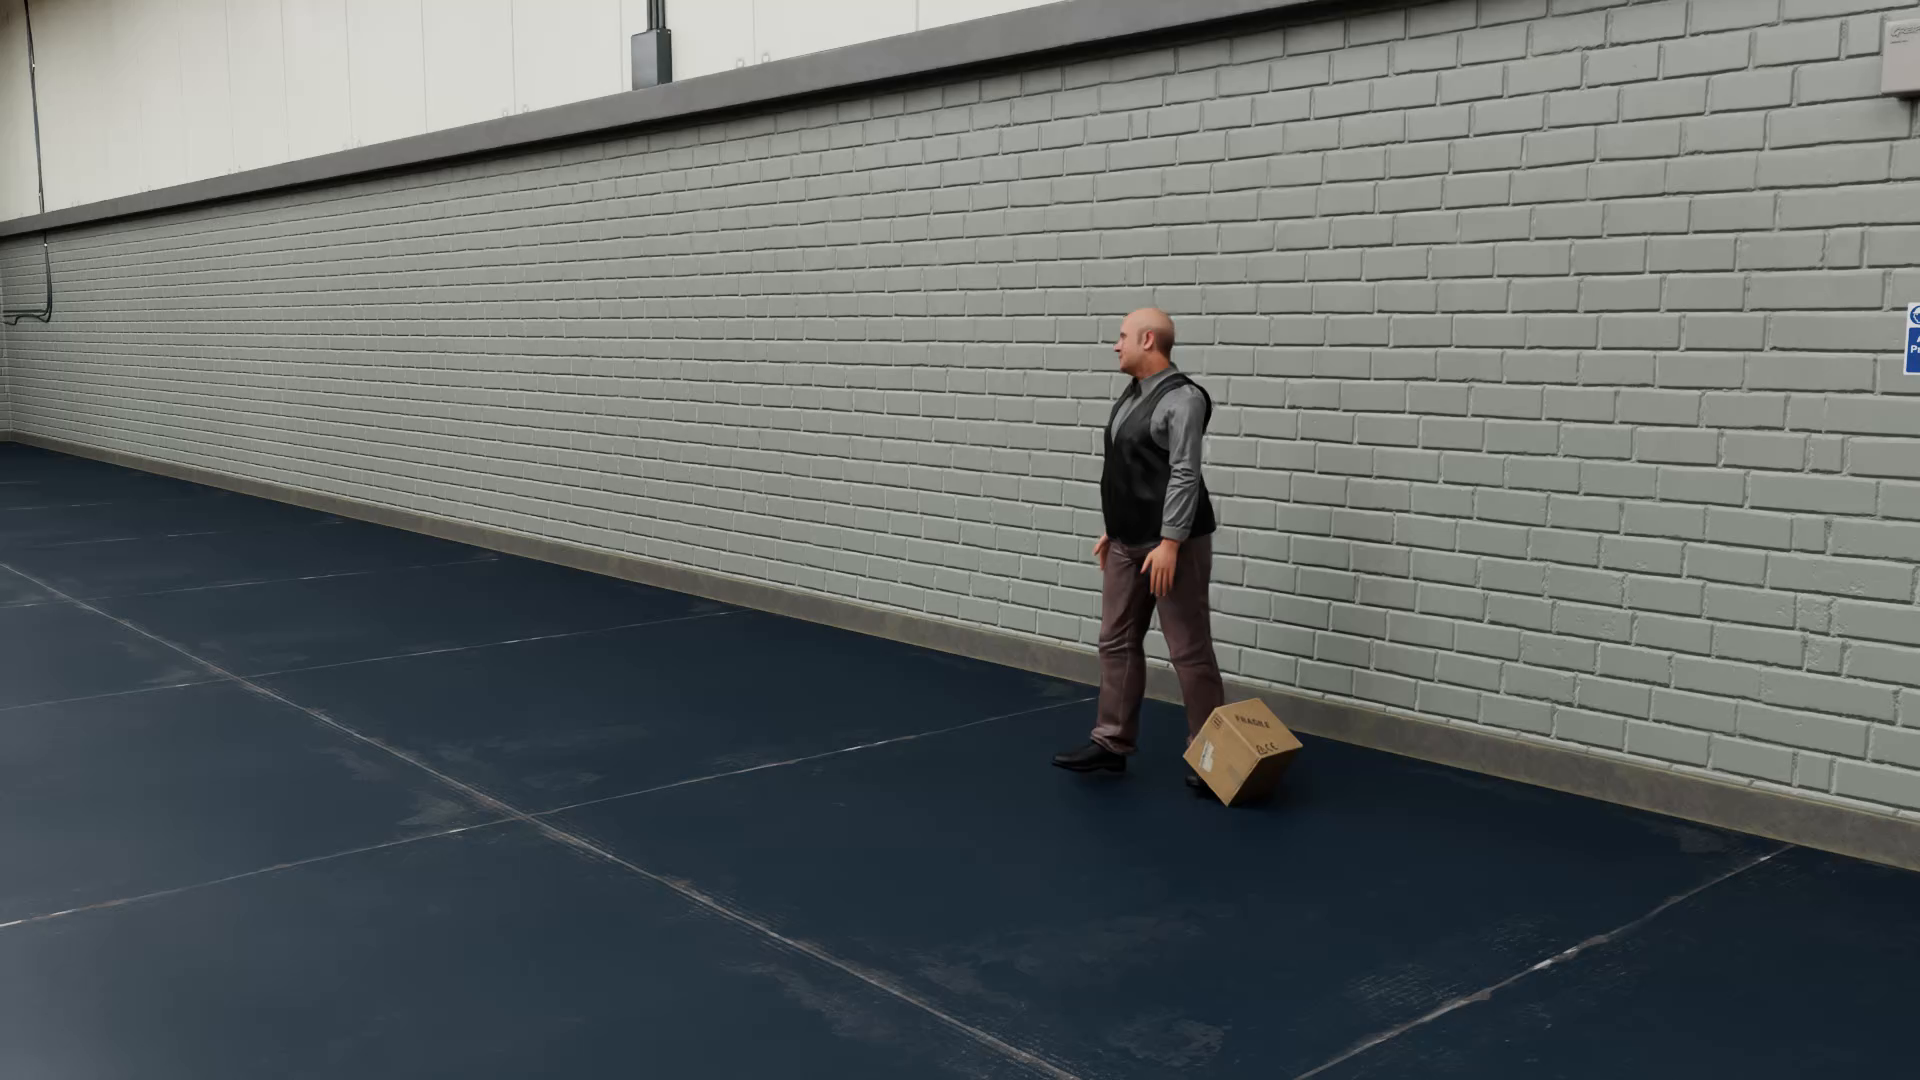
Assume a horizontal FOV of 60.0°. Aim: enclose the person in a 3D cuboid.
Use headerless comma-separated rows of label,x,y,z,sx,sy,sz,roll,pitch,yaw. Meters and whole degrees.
person,0.670,0.021,6.045,0.587,1.719,0.621,-3,8,-25
